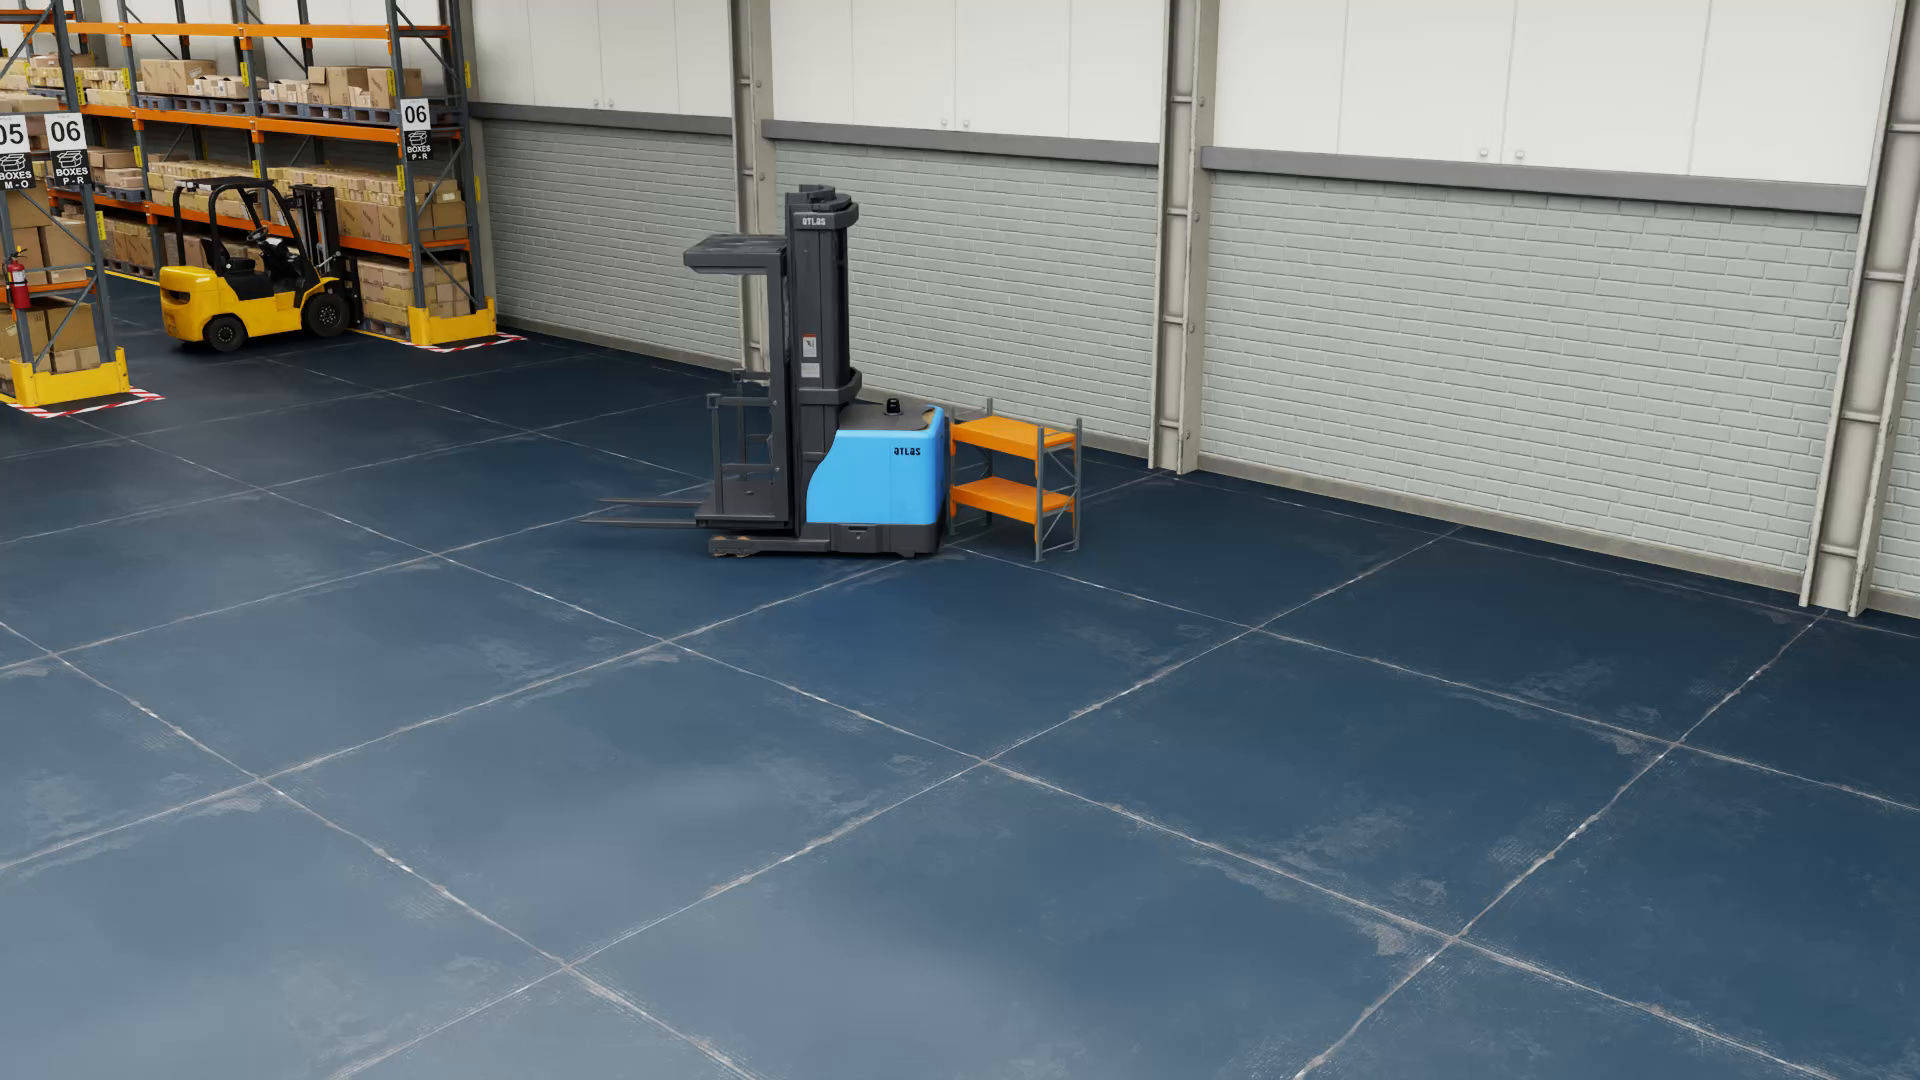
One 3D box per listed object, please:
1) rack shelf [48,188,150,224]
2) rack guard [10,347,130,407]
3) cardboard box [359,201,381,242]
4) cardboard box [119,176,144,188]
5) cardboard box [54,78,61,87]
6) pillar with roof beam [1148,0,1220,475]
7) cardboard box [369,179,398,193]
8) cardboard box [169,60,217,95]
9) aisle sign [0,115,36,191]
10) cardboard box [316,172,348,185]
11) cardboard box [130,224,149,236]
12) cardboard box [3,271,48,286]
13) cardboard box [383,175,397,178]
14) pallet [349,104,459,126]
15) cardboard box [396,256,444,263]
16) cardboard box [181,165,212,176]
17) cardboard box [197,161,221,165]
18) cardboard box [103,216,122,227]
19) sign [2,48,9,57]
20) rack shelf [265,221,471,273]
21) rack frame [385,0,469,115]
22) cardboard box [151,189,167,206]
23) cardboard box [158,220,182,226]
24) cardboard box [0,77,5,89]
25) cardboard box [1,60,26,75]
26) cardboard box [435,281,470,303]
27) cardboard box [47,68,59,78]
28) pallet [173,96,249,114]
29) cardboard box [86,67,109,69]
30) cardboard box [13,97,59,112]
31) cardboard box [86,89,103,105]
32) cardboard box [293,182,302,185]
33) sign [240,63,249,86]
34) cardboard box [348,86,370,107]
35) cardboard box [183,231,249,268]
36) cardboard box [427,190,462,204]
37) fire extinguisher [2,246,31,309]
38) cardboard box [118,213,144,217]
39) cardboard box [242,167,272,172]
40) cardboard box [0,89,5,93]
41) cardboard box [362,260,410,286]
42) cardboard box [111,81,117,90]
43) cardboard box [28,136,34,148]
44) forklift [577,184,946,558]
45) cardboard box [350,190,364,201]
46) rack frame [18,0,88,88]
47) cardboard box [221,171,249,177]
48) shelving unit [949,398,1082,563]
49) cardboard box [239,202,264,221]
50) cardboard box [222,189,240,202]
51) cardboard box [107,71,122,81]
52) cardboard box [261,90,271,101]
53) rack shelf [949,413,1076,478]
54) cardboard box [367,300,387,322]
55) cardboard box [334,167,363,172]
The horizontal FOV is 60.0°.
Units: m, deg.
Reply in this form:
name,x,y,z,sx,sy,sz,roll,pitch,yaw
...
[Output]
name,x,y,z,sx,sy,sz,roll,pitch,yaw
rack shelf,-14.436,-5.868,28.832,4.000,0.370,1.077,15,23,39
rack guard,-10.305,-1.903,19.281,0.348,0.500,1.175,15,23,39
cardboard box,-7.881,-4.396,22.840,0.500,0.500,0.500,16,24,41
cardboard box,-13.686,-5.935,27.574,0.250,0.149,0.380,16,23,40
cardboard box,-15.207,-7.816,28.377,0.250,0.149,0.380,15,23,39
pillar with roof beam,-0.761,-4.023,11.911,0.400,9.000,9.100,15,23,39
cardboard box,-7.783,-4.815,22.594,0.250,0.149,0.380,16,23,40
cardboard box,-11.799,-7.129,25.634,0.500,0.500,0.500,16,23,41
aisle sign,-10.395,-4.240,18.216,0.004,0.787,0.394,15,23,39
cardboard box,-8.891,-5.133,23.597,0.250,0.149,0.380,15,23,39
cardboard box,-13.702,-5.217,27.957,0.250,0.149,0.380,14,22,36
cardboard box,-10.670,-2.986,18.977,0.250,0.149,0.380,16,24,41
cardboard box,-7.835,-5.028,23.265,0.250,0.149,0.380,16,24,41
pallet,-7.468,-5.738,22.422,1.213,0.211,1.003,15,23,39
cardboard box,-7.567,-3.808,23.350,0.500,0.250,0.500,15,23,39
cardboard box,-12.076,-5.843,26.326,0.250,0.149,0.380,15,23,40
cardboard box,-12.139,-6.053,26.990,0.250,0.149,0.380,15,23,39
cardboard box,-14.822,-5.550,29.007,0.250,0.149,0.380,16,24,41
sign,-18.540,-9.389,32.314,0.005,0.325,0.100,15,23,39
rack shelf,-8.452,-4.262,23.770,4.000,0.370,1.077,15,23,39
rack frame,-6.957,-7.062,21.489,0.127,3.000,1.000,15,23,39
cardboard box,-12.770,-5.593,27.025,0.500,0.250,0.500,15,23,39
cardboard box,-13.543,-5.394,28.514,0.250,0.149,0.380,15,23,40
cardboard box,-17.230,-8.360,30.293,0.500,0.250,0.500,16,23,40
cardboard box,-16.855,-8.497,29.899,0.500,0.250,0.500,15,23,38
cardboard box,-7.170,-3.472,23.118,0.500,0.250,0.500,16,23,40
cardboard box,-15.381,-8.009,28.494,0.250,0.149,0.380,15,23,38
pallet,-11.535,-6.809,25.961,1.213,0.211,1.003,16,24,42
cardboard box,-14.862,-8.070,28.687,0.250,0.149,0.380,14,22,38
cardboard box,-10.379,-4.887,18.689,0.250,0.149,0.380,15,23,39
cardboard box,-14.236,-7.417,27.812,0.500,0.250,0.500,15,23,39
cardboard box,-9.341,-5.075,23.908,0.250,0.149,0.380,16,23,40
sign,-10.301,-6.707,23.954,0.005,0.325,0.100,15,23,39
cardboard box,-7.968,-5.965,22.352,0.258,0.266,0.396,15,23,39
cardboard box,-11.989,-4.620,26.941,0.625,0.625,0.875,16,24,41
cardboard box,-7.038,-4.687,22.682,0.250,0.149,0.380,14,23,38
fire extinguisher,-10.469,-2.915,18.466,0.183,0.674,0.296,15,23,39
cardboard box,-14.698,-5.710,29.511,0.250,0.149,0.380,16,24,41
cardboard box,-10.987,-5.750,26.033,0.250,0.149,0.380,15,23,39
cardboard box,-17.327,-8.193,30.426,0.250,0.149,0.380,15,23,40
cardboard box,-7.894,-3.692,22.985,0.500,0.250,0.500,16,23,40
cardboard box,-13.726,-7.489,27.381,0.250,0.149,0.380,16,23,40
cardboard box,-10.537,-4.562,18.983,0.250,0.149,0.380,14,22,38
forklift,-1.664,-1.412,13.714,3.031,2.935,1.130,1,18,4
cardboard box,-8.175,-4.772,22.951,0.250,0.149,0.380,14,22,38
rack frame,-15.932,-9.472,29.081,0.127,3.000,1.000,15,23,39
cardboard box,-10.989,-5.513,25.286,0.250,0.149,0.380,14,22,38
shelving unit,0.449,-0.515,13.875,0.538,1.125,1.048,-17,24,-42
cardboard box,-10.499,-4.977,25.082,0.500,0.250,0.500,16,23,40
cardboard box,-10.875,-5.315,25.323,0.500,0.250,0.500,14,23,38
cardboard box,-13.753,-7.620,27.302,0.250,0.149,0.380,14,22,37
cardboard box,-9.814,-6.405,23.932,0.250,0.149,0.380,16,23,40
rack shelf,0.449,-0.794,13.787,0.538,0.278,1.000,-17,24,-42
cardboard box,-7.883,-3.217,23.142,0.500,0.250,0.500,15,23,39
cardboard box,-8.913,-5.363,24.322,0.250,0.149,0.380,14,23,38
